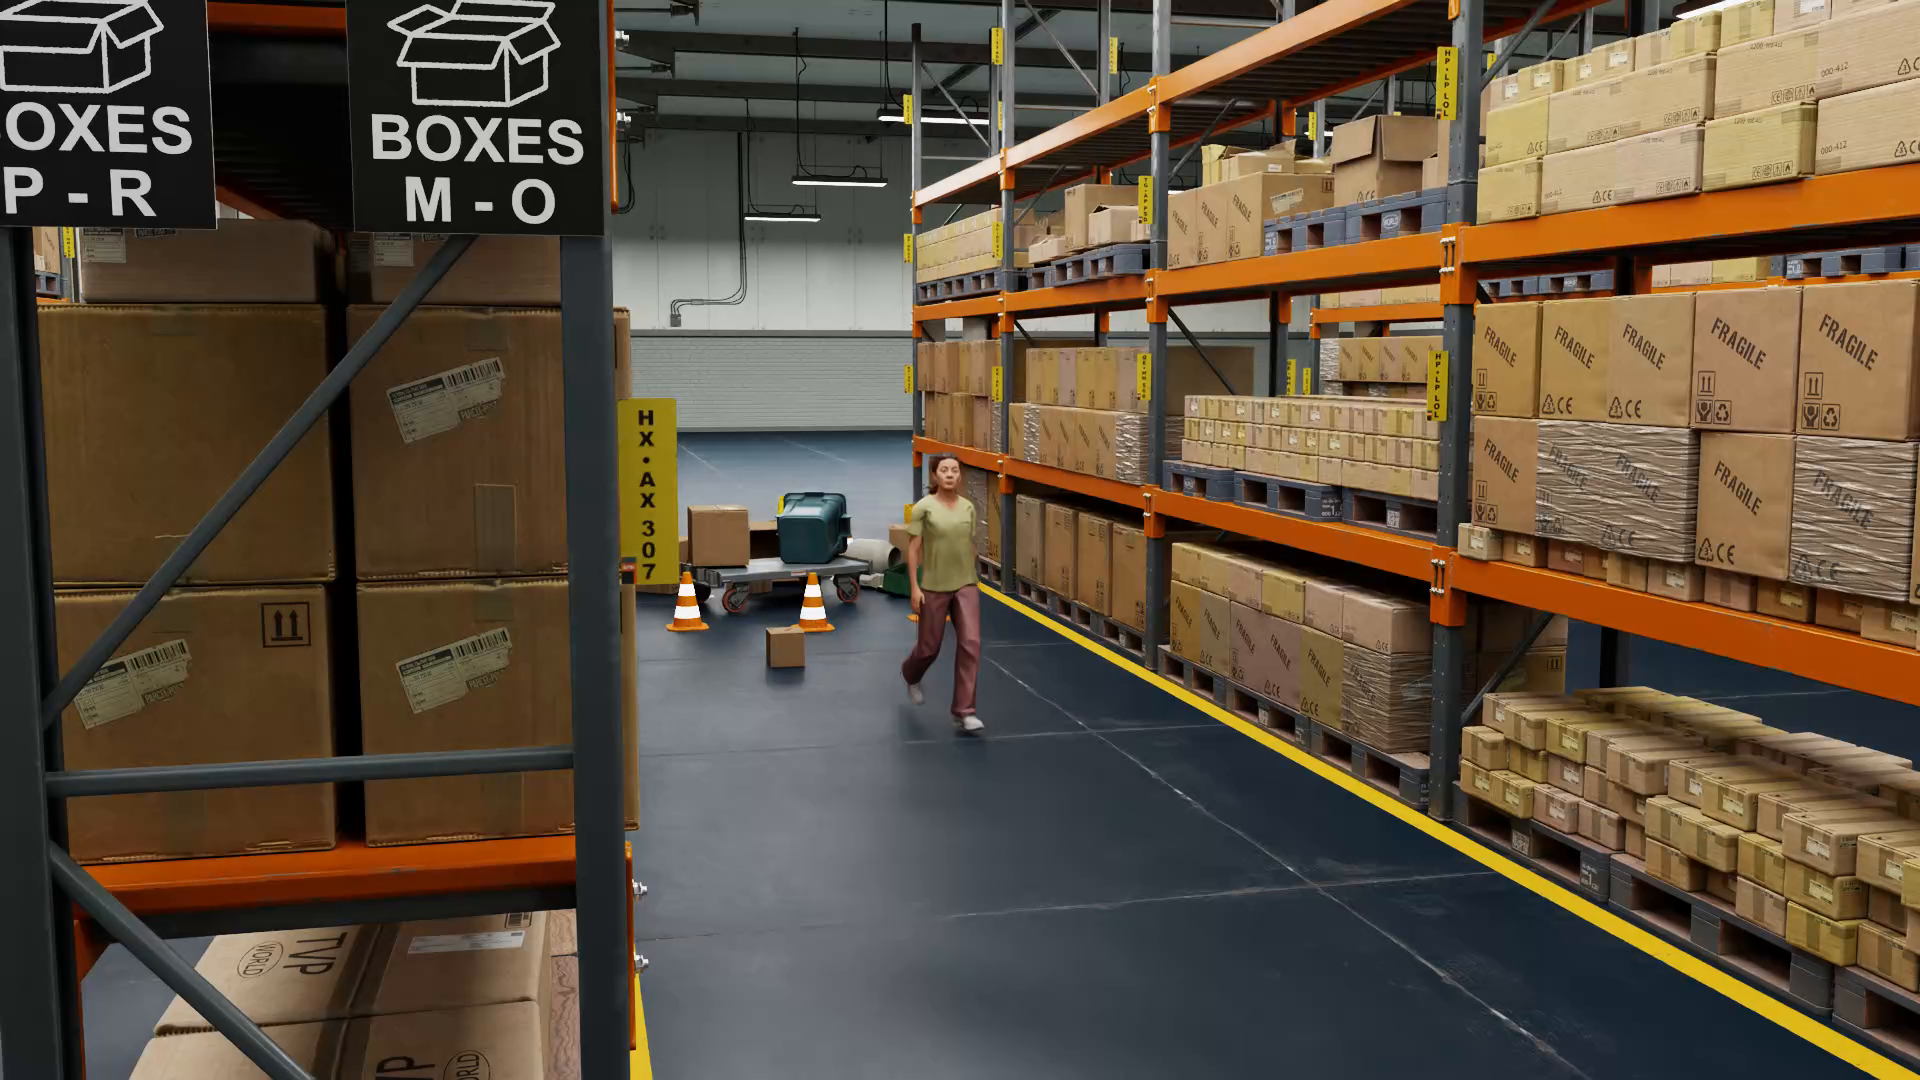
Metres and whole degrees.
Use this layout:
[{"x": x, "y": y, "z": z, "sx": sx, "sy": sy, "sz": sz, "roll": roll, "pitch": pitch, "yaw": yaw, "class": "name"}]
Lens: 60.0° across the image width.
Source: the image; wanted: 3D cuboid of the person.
[{"x": -0.103, "y": 0.284, "z": 9.997, "sx": 0.456, "sy": 1.635, "sz": 0.866, "roll": -2, "pitch": 7, "yaw": -19, "class": "person"}]
